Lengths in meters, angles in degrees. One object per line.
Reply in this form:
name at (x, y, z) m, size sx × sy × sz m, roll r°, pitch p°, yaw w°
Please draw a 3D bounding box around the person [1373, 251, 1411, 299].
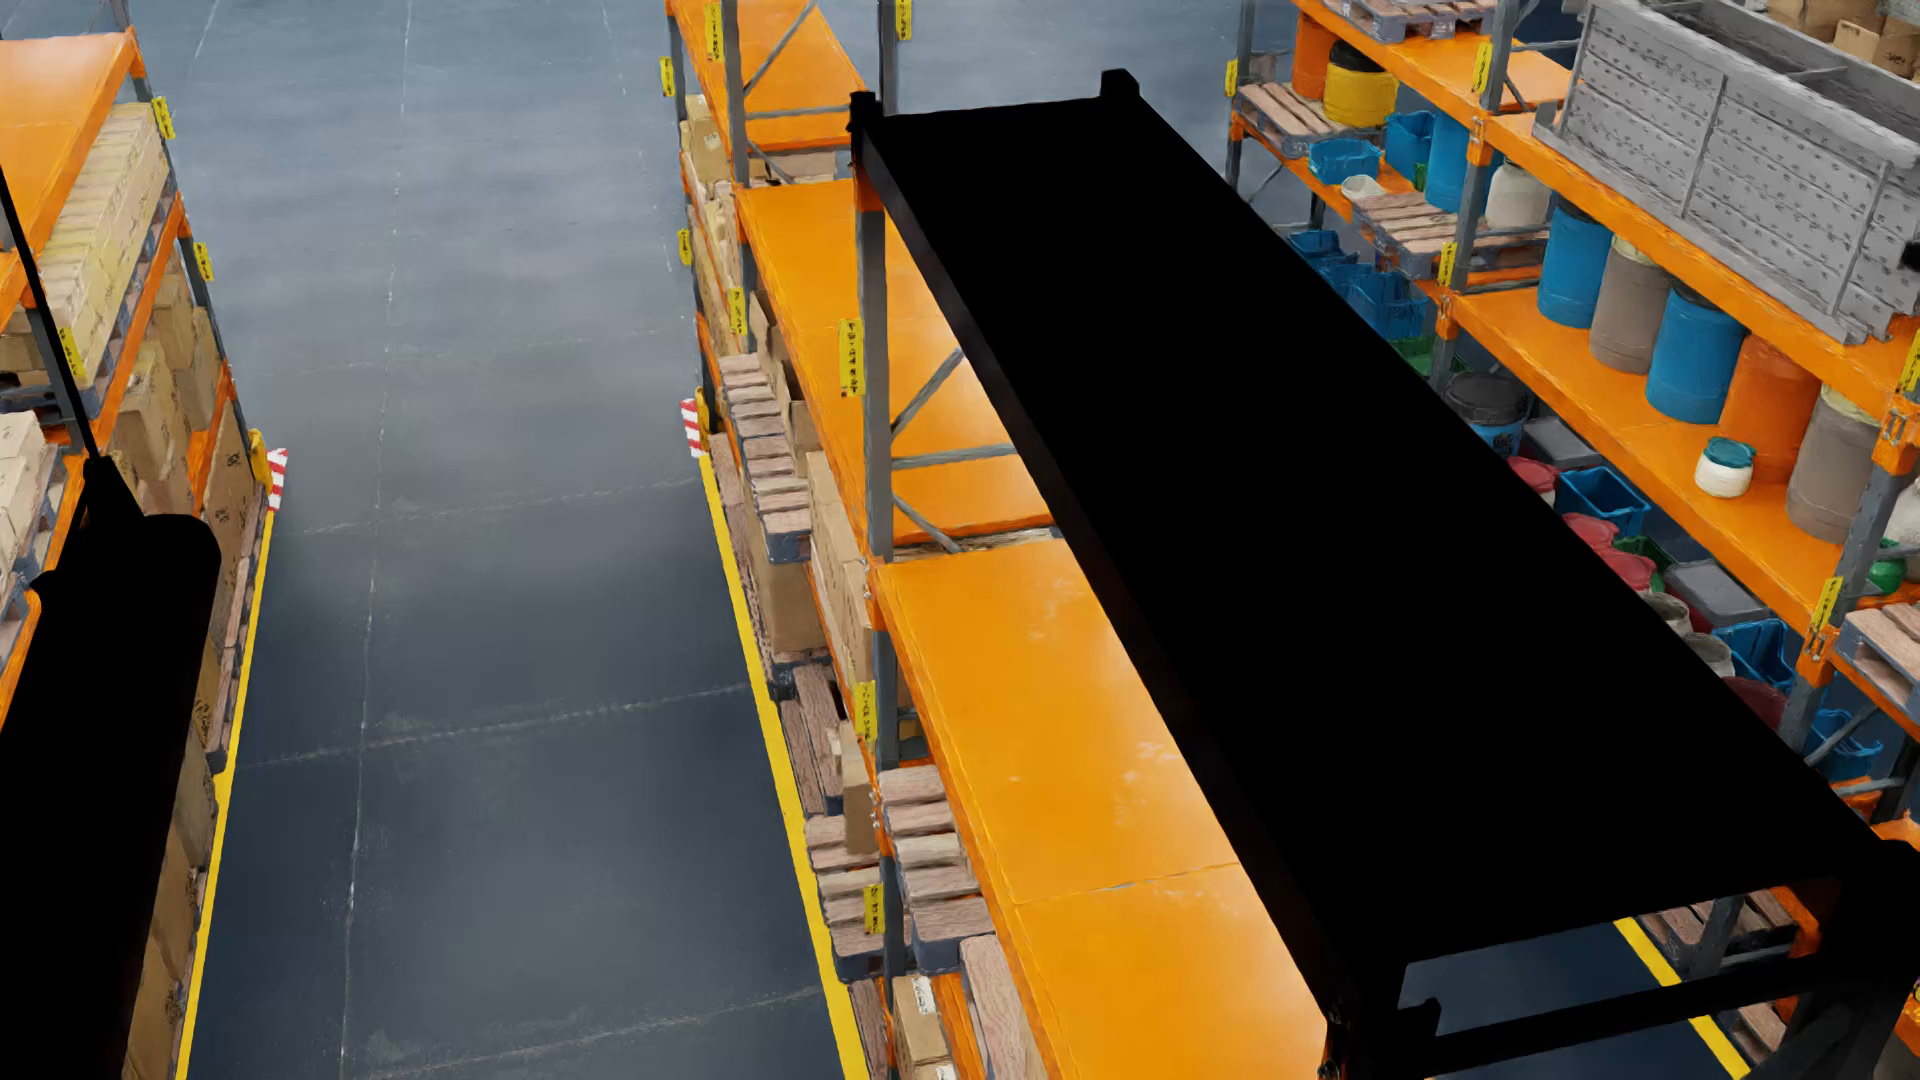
person at (4.274, -2.646, 16.542) m, size 0.494 × 1.601 × 0.941 m, roll -20°, pitch 39°, yaw -26°
